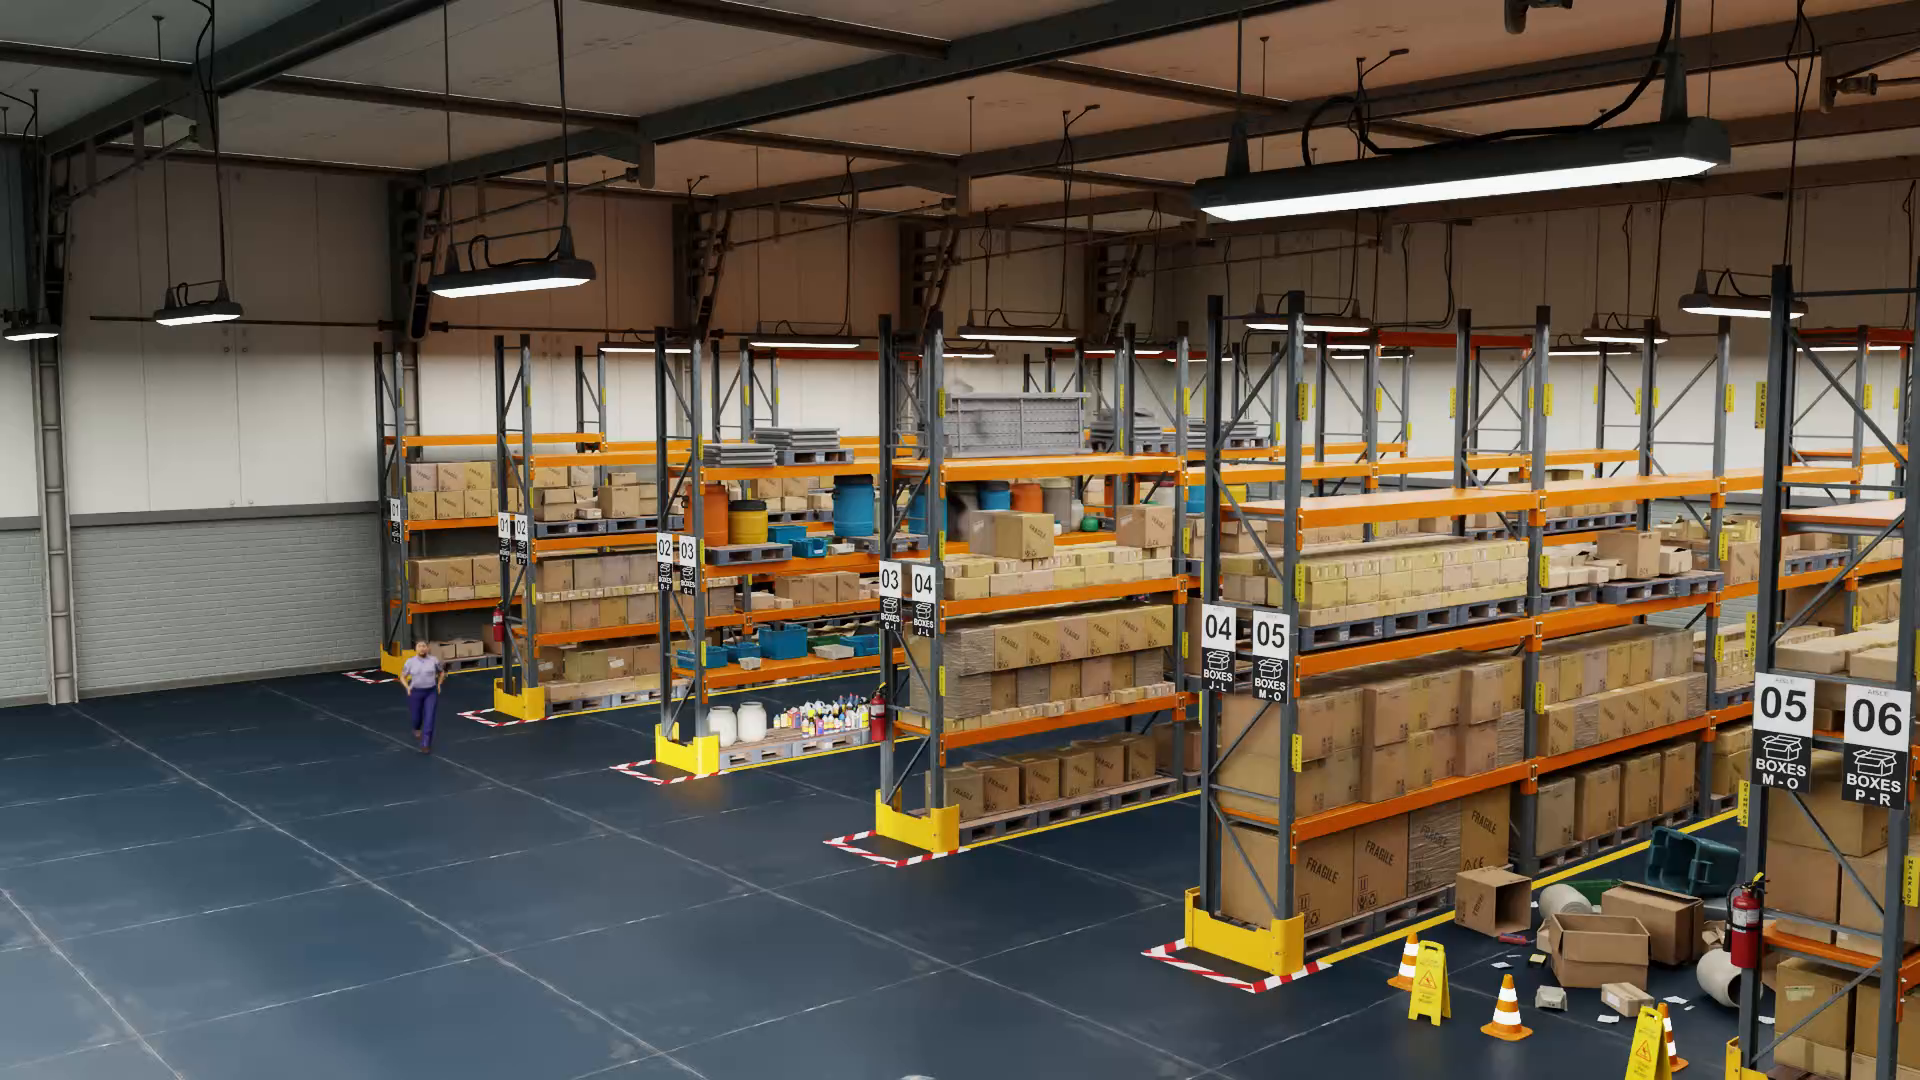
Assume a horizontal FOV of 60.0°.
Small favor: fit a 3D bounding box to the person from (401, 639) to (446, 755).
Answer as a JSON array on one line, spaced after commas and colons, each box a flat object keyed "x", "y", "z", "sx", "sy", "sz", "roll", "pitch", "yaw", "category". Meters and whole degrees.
[{"x": -7.641, "y": 2.213, "z": 23.707, "sx": 0.616, "sy": 1.612, "sz": 0.727, "roll": -2, "pitch": 6, "yaw": -21, "category": "person"}]
